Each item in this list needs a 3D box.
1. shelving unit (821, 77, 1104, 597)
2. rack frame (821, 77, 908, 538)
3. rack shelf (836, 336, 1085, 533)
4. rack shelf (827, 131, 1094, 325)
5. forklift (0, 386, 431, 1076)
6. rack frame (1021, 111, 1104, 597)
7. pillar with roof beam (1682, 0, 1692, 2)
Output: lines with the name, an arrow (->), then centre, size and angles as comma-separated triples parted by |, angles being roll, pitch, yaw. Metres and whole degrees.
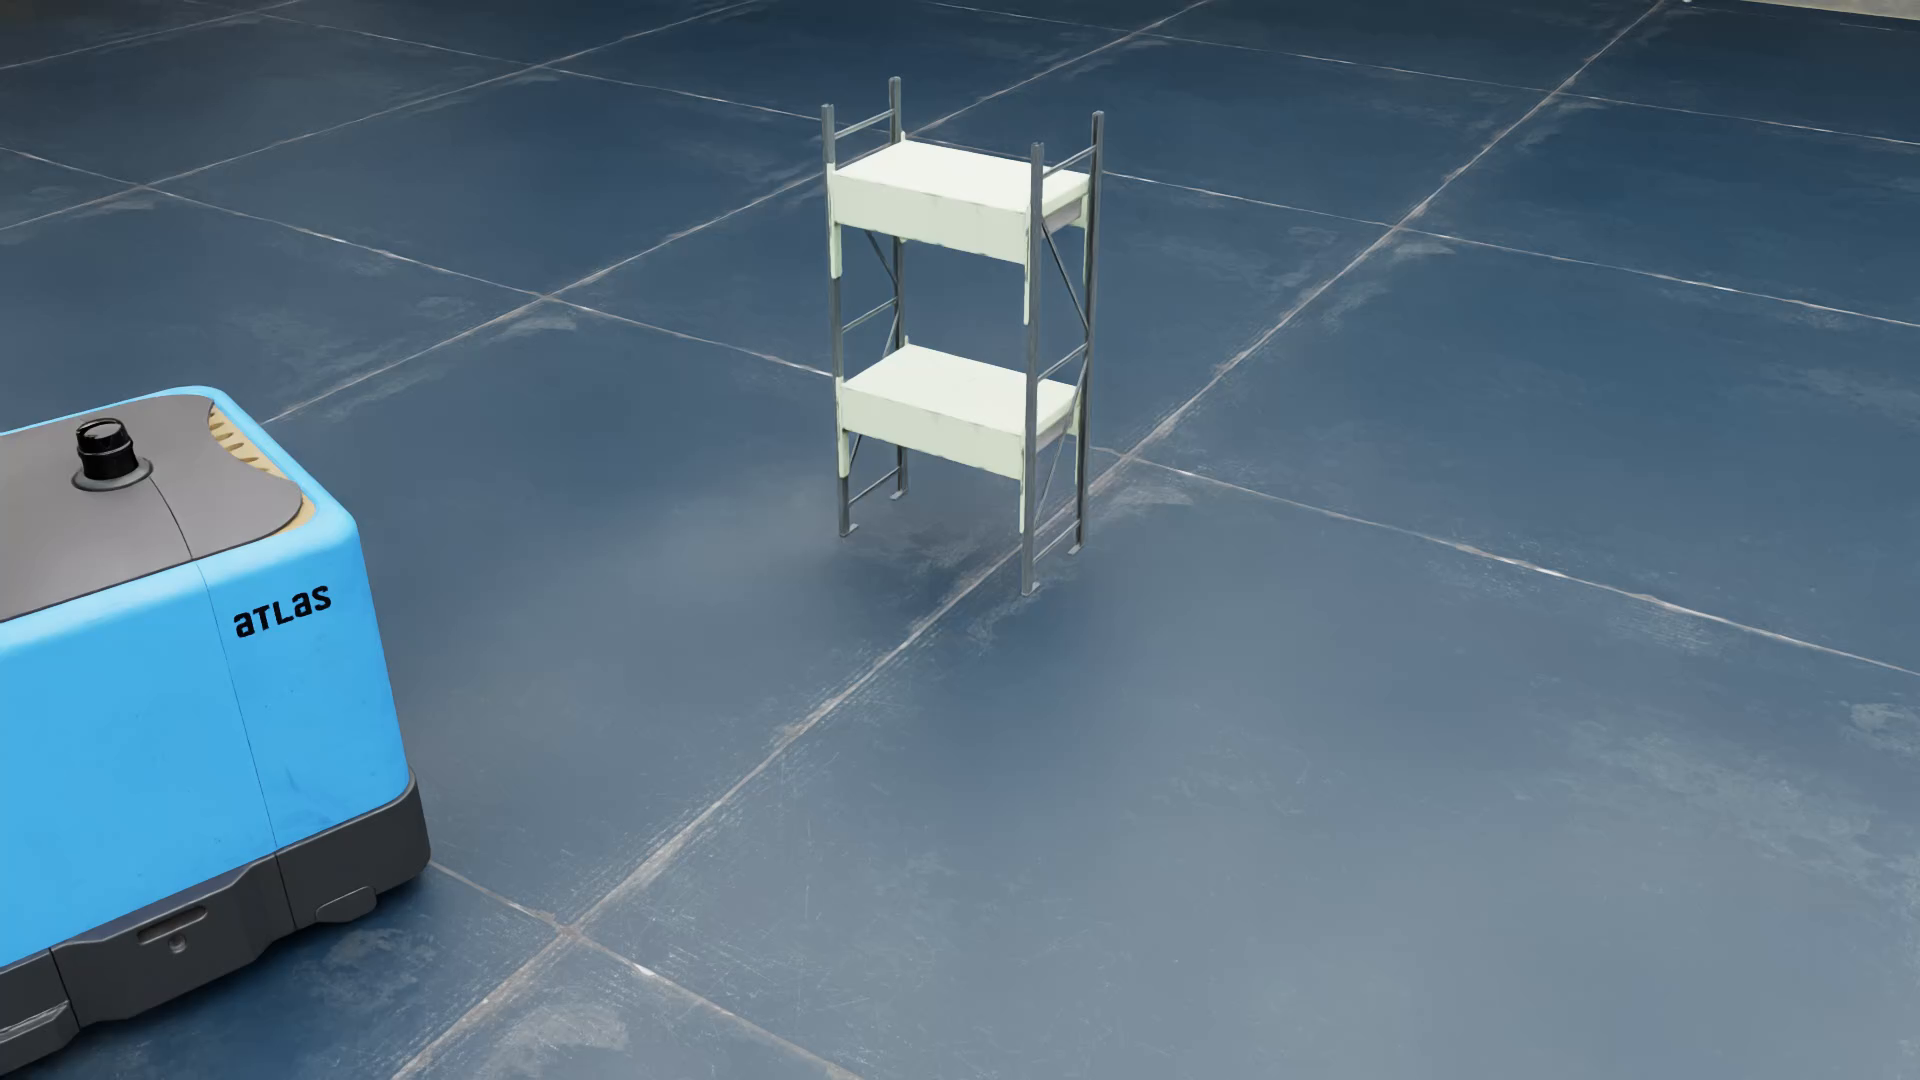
shelving unit -> 0.006, -0.646, 5.369 | 0.755, 1.500, 0.431 | 18, 35, 27
rack frame -> -0.304, -0.744, 5.537 | 0.023, 1.500, 0.400 | 18, 35, 27
rack shelf -> 0.006, -0.364, 5.533 | 0.720, 0.370, 0.431 | 18, 35, 27
rack shelf -> 0.006, -0.983, 5.172 | 0.720, 0.370, 0.431 | 18, 35, 27
forklift -> -2.804, -0.104, 3.020 | 3.031, 2.935, 1.130 | -23, 37, -33
rack frame -> 0.316, -0.548, 5.201 | 0.023, 1.500, 0.400 | 18, 35, 27
pillar with roof beam -> 3.291, -6.341, 7.690 | 0.400, 9.000, 9.100 | 18, 35, 27
